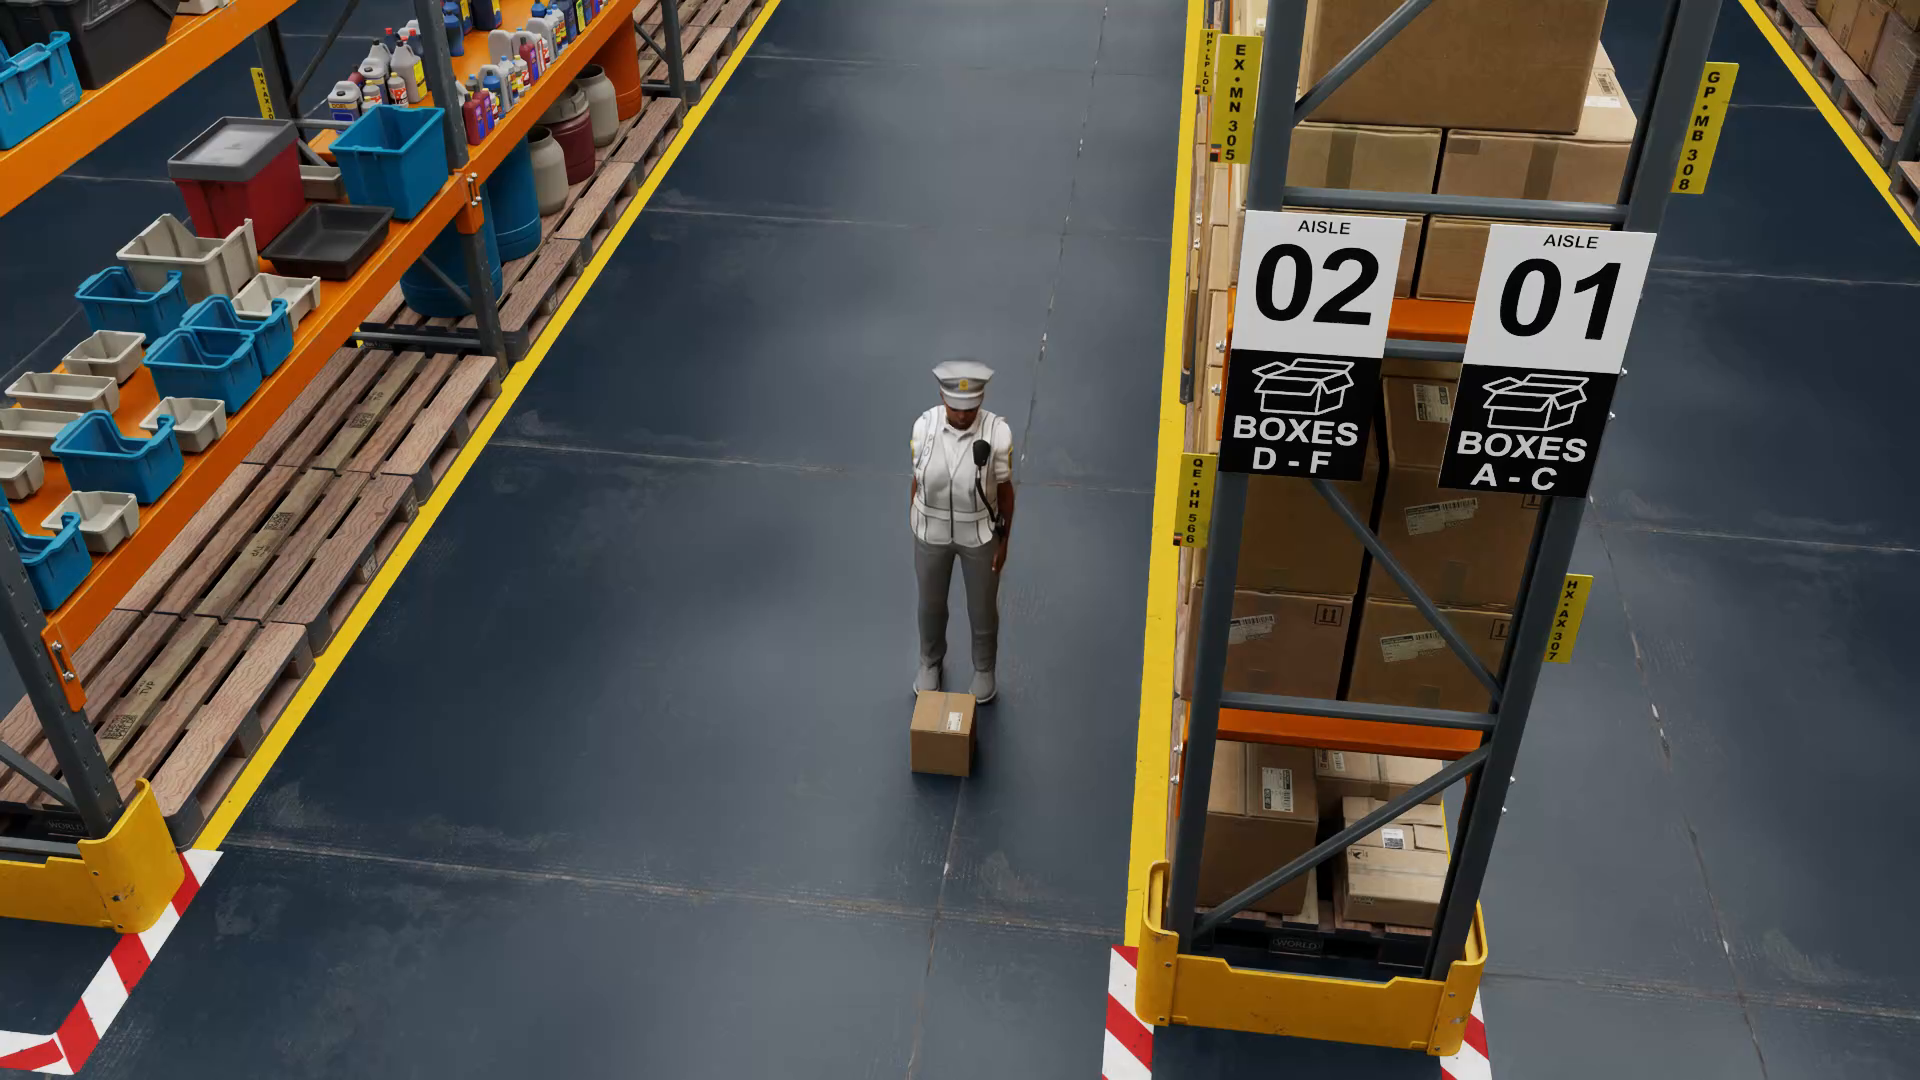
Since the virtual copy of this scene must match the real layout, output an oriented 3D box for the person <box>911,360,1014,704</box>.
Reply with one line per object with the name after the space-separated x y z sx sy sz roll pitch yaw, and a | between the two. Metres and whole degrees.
0.006 -0.017 7.058 0.437 1.668 0.341 5 37 7 | person
